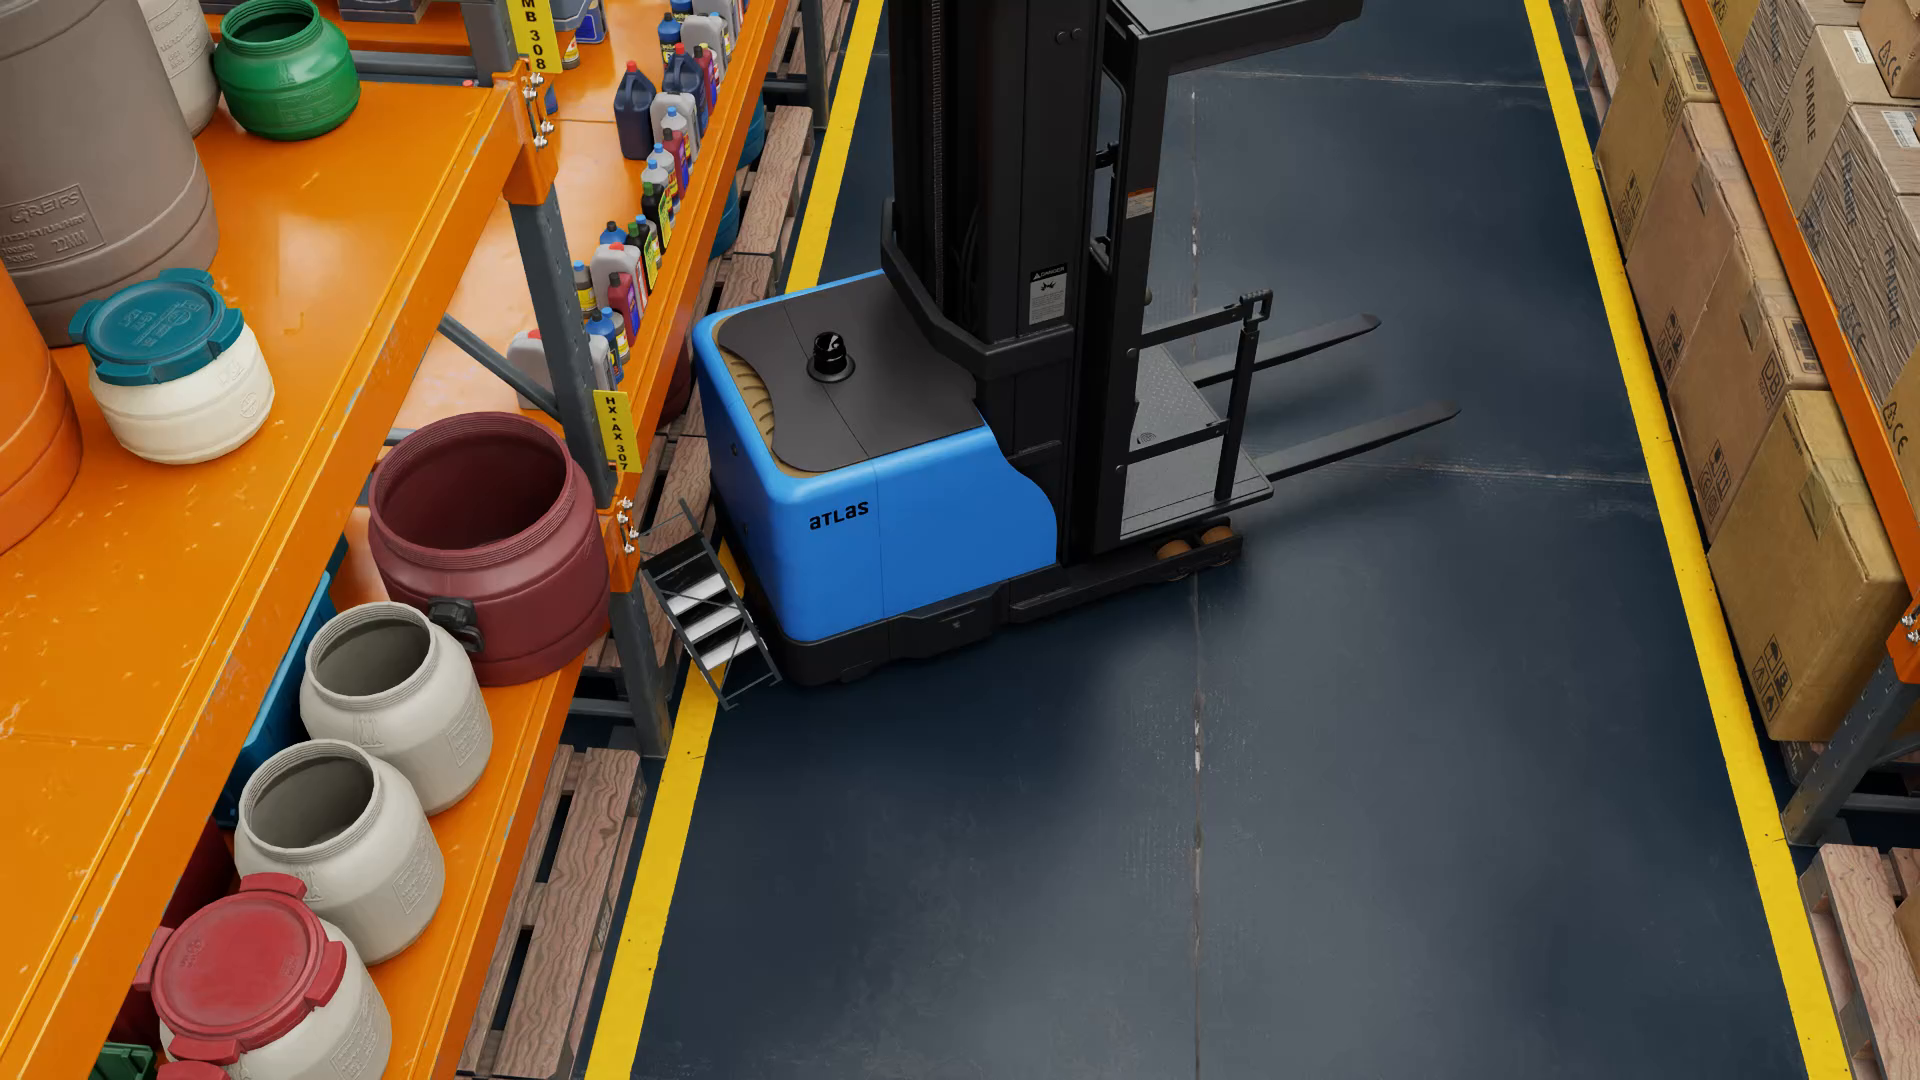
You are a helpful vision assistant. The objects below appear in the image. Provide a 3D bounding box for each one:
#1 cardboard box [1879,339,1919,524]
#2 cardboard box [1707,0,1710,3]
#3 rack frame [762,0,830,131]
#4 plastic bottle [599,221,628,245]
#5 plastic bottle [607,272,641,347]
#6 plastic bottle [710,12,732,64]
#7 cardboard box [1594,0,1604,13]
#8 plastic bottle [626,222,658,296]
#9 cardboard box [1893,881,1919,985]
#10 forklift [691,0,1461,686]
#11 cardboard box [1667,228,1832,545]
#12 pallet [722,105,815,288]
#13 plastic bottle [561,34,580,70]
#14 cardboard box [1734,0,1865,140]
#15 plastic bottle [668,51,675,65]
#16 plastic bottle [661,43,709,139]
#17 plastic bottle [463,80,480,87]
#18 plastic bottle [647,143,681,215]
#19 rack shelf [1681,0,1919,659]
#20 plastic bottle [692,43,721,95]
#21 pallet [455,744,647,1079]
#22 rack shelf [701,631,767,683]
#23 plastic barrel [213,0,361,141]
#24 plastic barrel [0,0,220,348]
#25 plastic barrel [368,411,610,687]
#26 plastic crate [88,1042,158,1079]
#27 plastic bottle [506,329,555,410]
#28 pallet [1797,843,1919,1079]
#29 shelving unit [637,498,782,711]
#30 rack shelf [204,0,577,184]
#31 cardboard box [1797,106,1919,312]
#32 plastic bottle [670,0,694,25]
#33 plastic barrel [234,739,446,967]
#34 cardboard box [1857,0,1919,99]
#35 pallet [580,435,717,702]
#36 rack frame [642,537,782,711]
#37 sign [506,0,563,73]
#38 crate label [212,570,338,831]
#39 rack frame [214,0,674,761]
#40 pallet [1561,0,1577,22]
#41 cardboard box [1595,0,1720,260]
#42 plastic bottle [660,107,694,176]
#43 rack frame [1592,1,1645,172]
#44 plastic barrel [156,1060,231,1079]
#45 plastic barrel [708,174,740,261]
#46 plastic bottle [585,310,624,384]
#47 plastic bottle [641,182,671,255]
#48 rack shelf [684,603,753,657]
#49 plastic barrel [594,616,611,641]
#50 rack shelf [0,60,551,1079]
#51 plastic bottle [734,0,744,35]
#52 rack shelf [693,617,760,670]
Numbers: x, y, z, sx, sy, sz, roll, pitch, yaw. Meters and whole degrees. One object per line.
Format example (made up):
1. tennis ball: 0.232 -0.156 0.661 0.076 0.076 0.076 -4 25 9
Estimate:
1. cardboard box: 3.176 -0.373 4.991 0.500 0.500 0.500 5 48 5
2. cardboard box: 3.451 -2.612 7.039 0.500 0.500 0.500 4 48 4
3. rack frame: -1.190 -3.233 7.674 1.000 3.000 0.127 4 48 4
4. plastic bottle: -1.174 -0.974 5.695 0.097 0.271 0.097 0 48 0
5. plastic bottle: -1.118 -0.789 5.518 0.061 0.283 0.133 4 48 4
6. plastic bottle: -0.979 -2.029 6.708 0.097 0.201 0.097 0 48 0
7. cardboard box: 3.964 -3.465 9.042 0.875 0.875 0.875 4 48 4
8. plastic bottle: -1.094 -0.986 5.698 0.061 0.283 0.133 4 48 4
9. cardboard box: 3.336 1.229 4.989 0.700 0.500 0.500 2 48 1
10. forklift: 0.575 -1.171 5.834 3.031 2.935 1.130 -18 50 -15
11. cardboard box: 3.550 -0.545 6.371 1.225 0.875 0.875 4 48 4
12. pallet: -1.302 -1.727 8.187 1.003 0.211 1.213 4 48 4
13. plastic bottle: -1.592 -2.006 6.686 0.097 0.201 0.097 0 48 0
14. cardboard box: 3.360 -1.875 6.364 0.500 0.500 0.500 3 48 3
15. plastic bottle: -1.073 -1.789 6.440 0.097 0.271 0.097 0 48 0
16. plastic bottle: -1.049 -1.709 6.314 0.144 0.351 0.185 4 48 4
17. plastic bottle: -1.783 -1.557 6.174 0.144 0.351 0.185 4 48 4
18. plastic bottle: -1.072 -1.309 6.001 0.097 0.271 0.097 0 48 0
19. rack shelf: 3.560 -1.187 6.291 1.077 0.370 4.000 4 48 4
20. plastic bottle: -1.000 -1.859 6.552 0.097 0.201 0.097 0 48 0
21. pallet: -1.664 1.214 5.496 1.003 0.211 1.213 4 48 4
22. rack shelf: -0.860 0.371 6.056 0.258 0.077 0.200 -29 53 -9
23. plastic barrel: -1.527 -1.068 3.767 0.294 0.245 0.294 0 48 0
24. plastic barrel: -1.846 -0.886 3.155 0.600 0.901 0.600 0 48 0
25. plastic barrel: -1.296 0.022 4.605 0.600 0.536 0.708 4 48 4
26. plastic crate: -2.042 1.419 3.563 0.450 0.188 0.662 4 48 4
27. plastic bottle: -1.345 -0.558 5.312 0.152 0.276 0.135 4 48 4
28. pallet: 3.305 1.555 5.185 1.003 0.211 1.213 4 48 4
29. shelving unit: -0.901 0.246 5.888 0.258 0.900 0.210 -29 53 -9
30. rack shelf: -1.373 -2.533 5.488 1.077 0.370 4.000 4 48 4
31. cardboard box: 3.271 -1.121 5.675 0.500 0.500 0.500 2 48 2
32. plastic bottle: -1.122 -2.135 6.757 0.097 0.271 0.097 0 48 0
33. plastic barrel: -1.474 0.749 3.957 0.421 0.512 0.421 0 48 0
34. cardboard box: 3.577 -1.841 5.653 0.797 0.503 0.637 5 48 5
35. pallet: -1.525 0.066 6.547 1.003 0.211 1.213 4 48 4
36. rack frame: -0.854 0.312 5.827 0.240 0.900 0.006 -29 53 -9
37. sign: -1.007 -1.239 3.888 0.100 0.325 0.005 4 48 4
38. crate label: -1.915 0.407 4.321 0.502 0.435 0.616 4 48 4
39. rack frame: -1.555 -0.293 4.986 1.000 3.000 0.127 4 48 4
40. pallet: 3.998 -3.411 9.727 1.003 0.211 1.213 4 48 4
41. cardboard box: 3.703 -1.853 7.567 1.225 0.875 0.875 4 48 4
42. plastic bottle: -1.051 -1.478 6.156 0.097 0.271 0.097 0 48 0
43. rack frame: 3.742 -2.900 7.369 1.000 3.000 0.127 4 48 4
44. plastic barrel: -1.547 1.373 3.370 0.433 0.535 0.433 0 48 0
45. plastic barrel: -1.322 -1.747 7.453 0.600 0.901 0.708 4 48 4
46. plastic bottle: -1.156 -0.630 5.380 0.097 0.271 0.097 0 48 0
47. plastic bottle: -1.073 -1.155 5.853 0.061 0.283 0.133 4 48 4
48. rack shelf: -0.895 0.265 5.914 0.258 0.077 0.200 -29 53 -9
49. plastic barrel: -1.527 -0.063 5.961 0.600 0.830 0.708 4 48 4
50. rack shelf: -1.737 0.407 2.800 1.077 0.370 4.000 4 48 4
51. plastic bottle: -0.984 -2.240 6.850 0.152 0.276 0.135 4 48 4
52. rack shelf: -0.878 0.318 5.985 0.258 0.077 0.200 -29 53 -9
